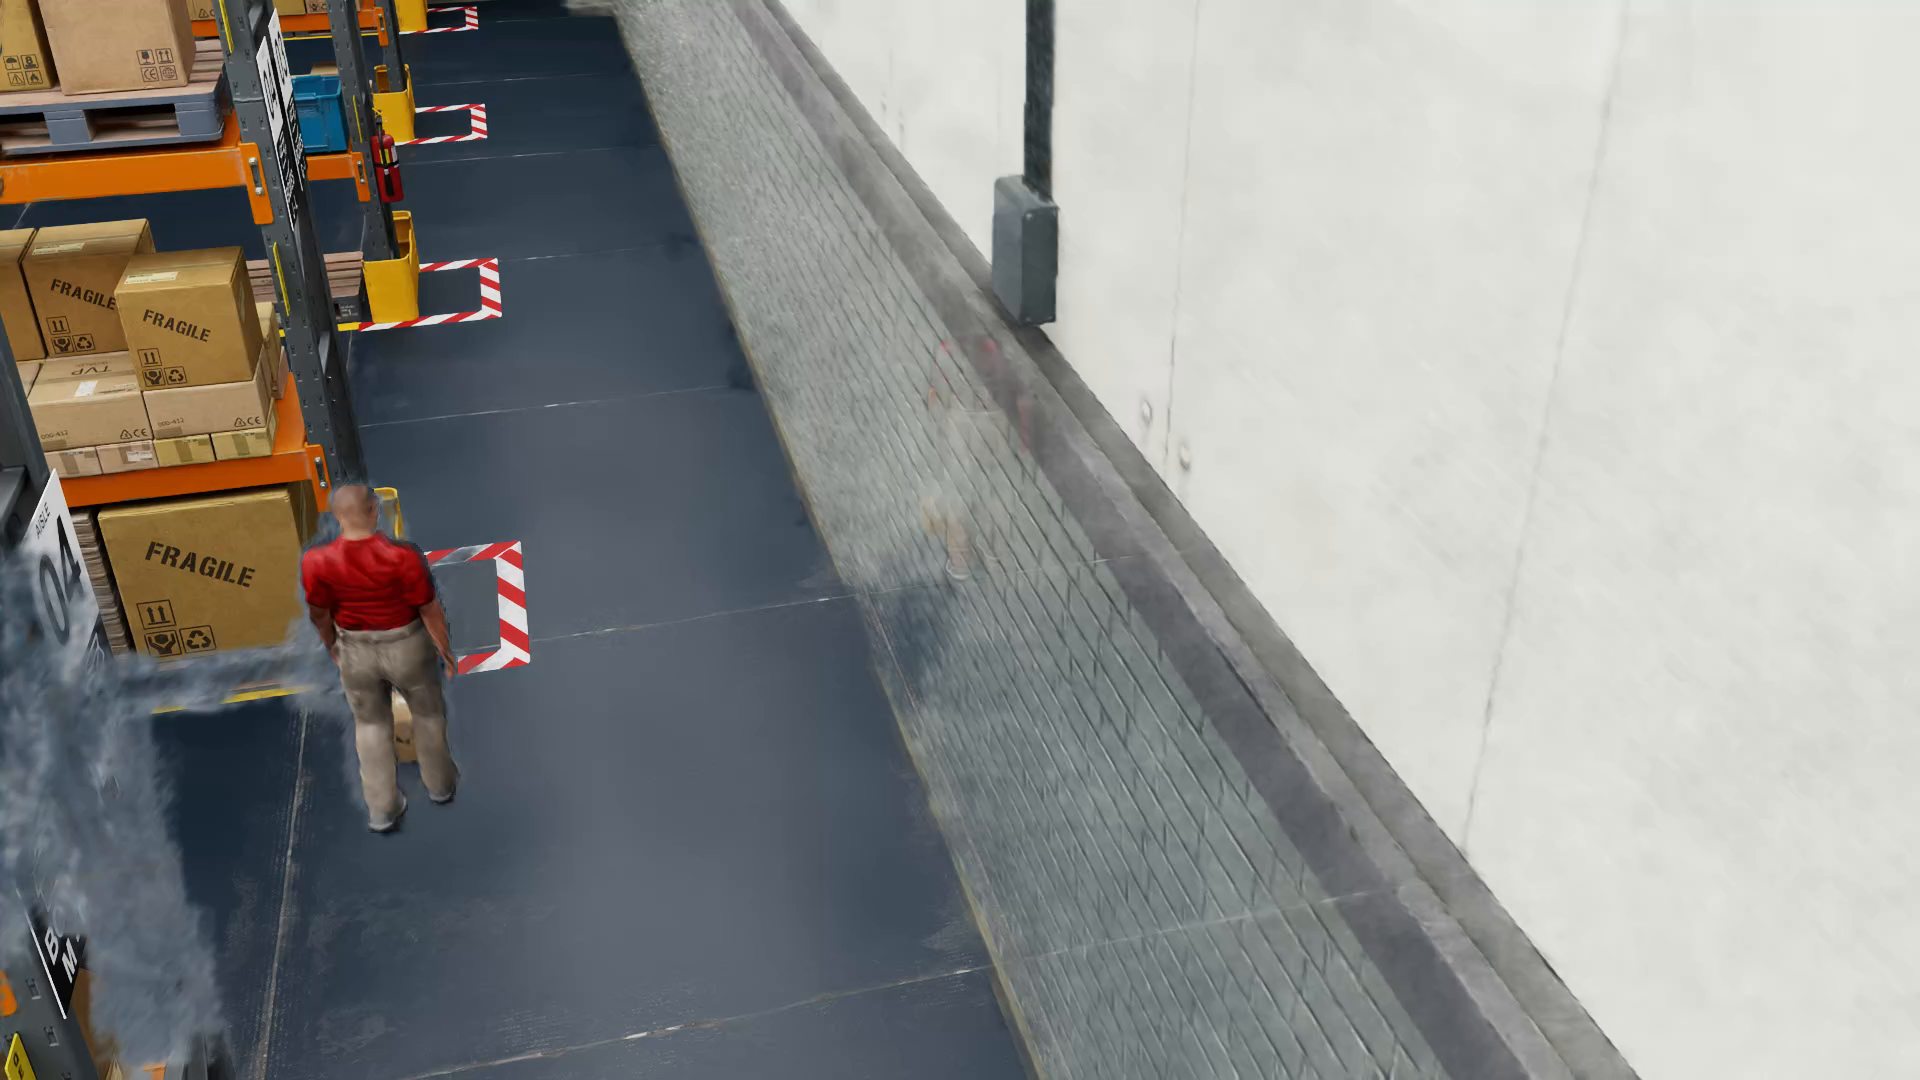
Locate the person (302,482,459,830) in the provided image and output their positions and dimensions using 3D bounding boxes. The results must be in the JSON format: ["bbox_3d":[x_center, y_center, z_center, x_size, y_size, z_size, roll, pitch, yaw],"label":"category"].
[{"bbox_3d":[0.104,-0.614,9.316,0.569,1.738,0.566,-4,30,-7],"label":"person"}]
